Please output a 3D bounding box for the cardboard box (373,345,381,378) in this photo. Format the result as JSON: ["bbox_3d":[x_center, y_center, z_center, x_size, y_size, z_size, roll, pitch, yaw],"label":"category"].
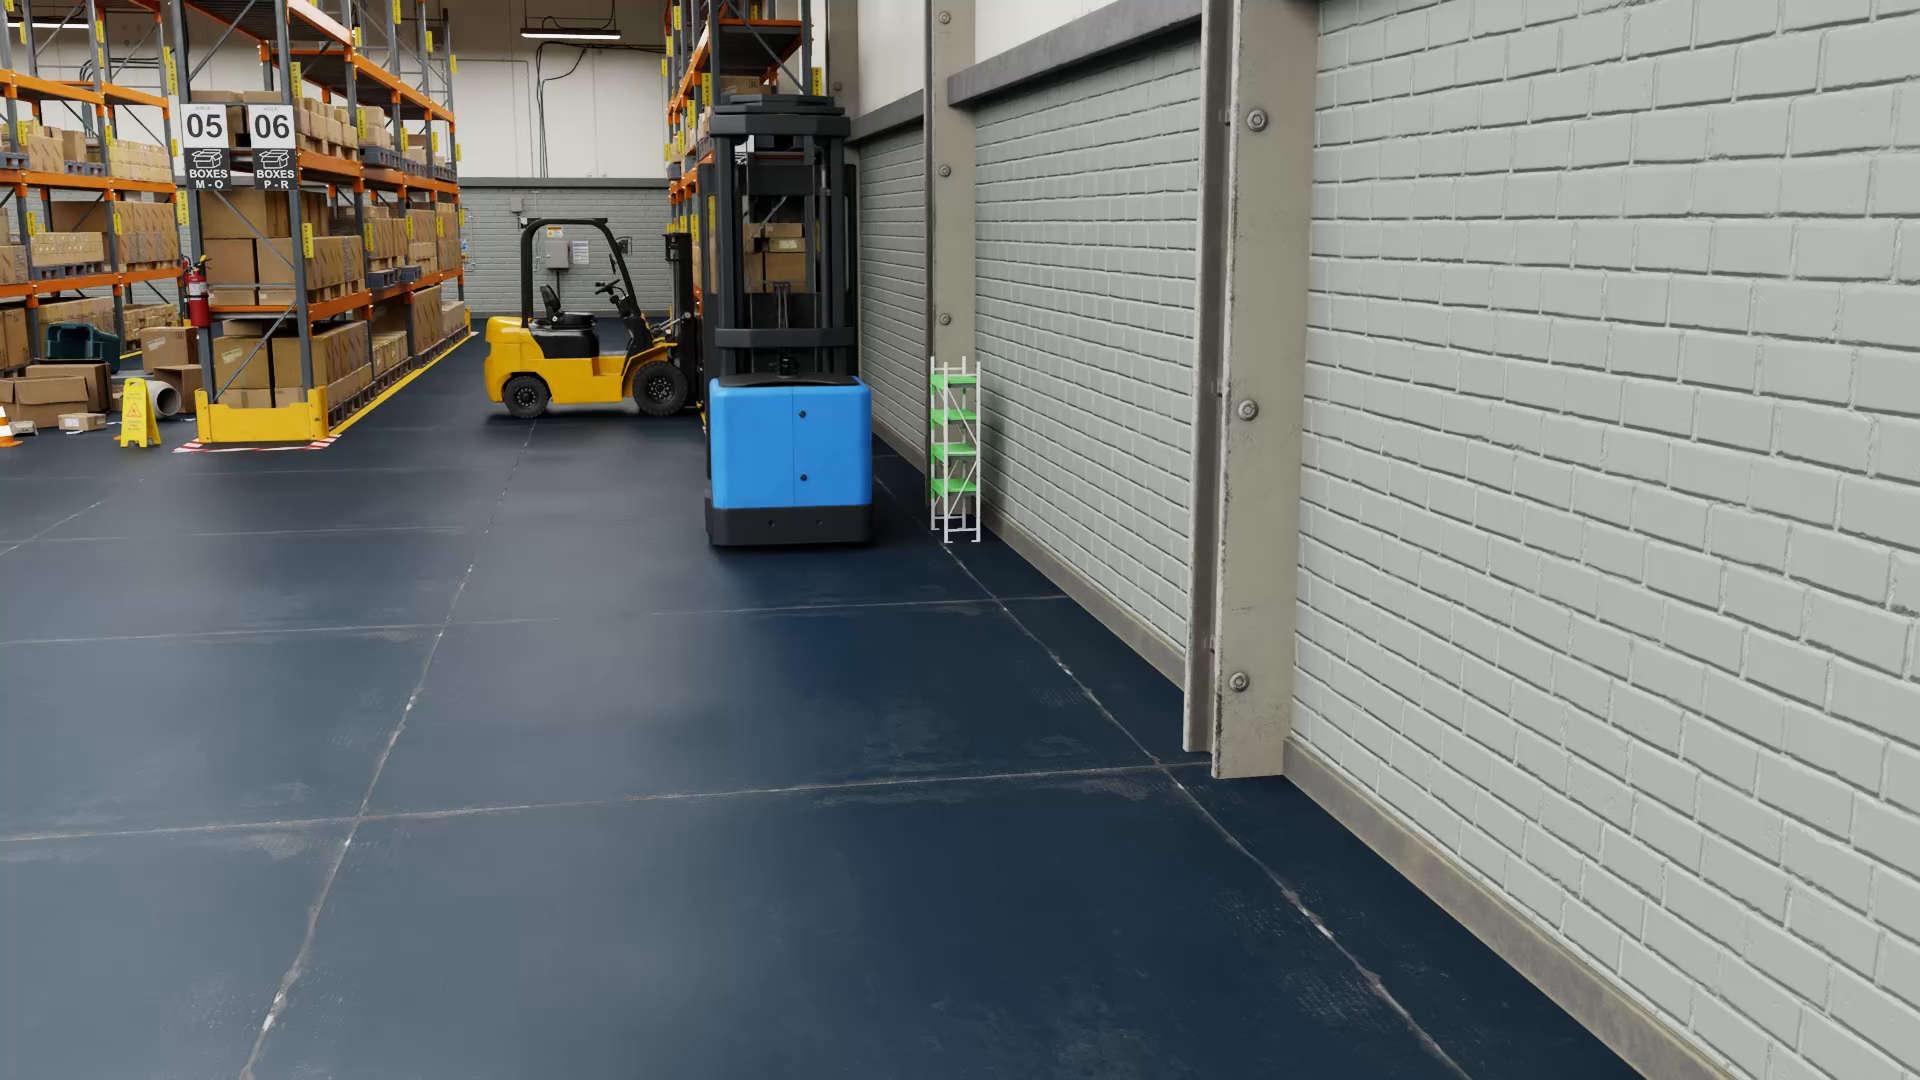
[{"bbox_3d":[-7.739,-2.203,20.653,0.950,0.372,0.625,-2,11,-10],"label":"cardboard box"}]

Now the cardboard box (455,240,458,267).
[{"bbox_3d":[-9.532,-5.270,30.595,0.500,0.500,0.500,-2,11,-12],"label":"cardboard box"}]

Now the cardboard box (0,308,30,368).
[{"bbox_3d":[-13.218,-2.713,22.320,1.050,0.750,0.750,-2,11,-12],"label":"cardboard box"}]

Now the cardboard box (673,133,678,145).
[{"bbox_3d":[-4.606,-6.727,27.874,0.396,0.266,0.258,-2,11,-12],"label":"cardboard box"}]

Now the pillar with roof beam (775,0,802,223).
[{"bbox_3d":[-6.630,-6.691,22.281,9.100,9.000,0.400,-2,11,-11],"label":"pillar with roof beam"}]

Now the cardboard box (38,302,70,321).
[{"bbox_3d":[-13.244,-3.302,24.077,0.500,0.250,0.500,-2,11,-12],"label":"cardboard box"}]

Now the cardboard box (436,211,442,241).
[{"bbox_3d":[-9.046,-5.295,28.053,0.500,0.500,0.500,-2,11,-11],"label":"cardboard box"}]

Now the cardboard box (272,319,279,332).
[{"bbox_3d":[-7.501,-2.297,17.735,0.380,0.149,0.250,-2,11,-9],"label":"cardboard box"}]

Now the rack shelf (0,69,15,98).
[{"bbox_3d":[-12.860,-5.757,20.370,1.077,0.370,4.000,-2,11,-11],"label":"rack shelf"}]

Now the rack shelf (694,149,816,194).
[{"bbox_3d":[-2.378,-4.126,18.754,1.077,0.370,4.000,-2,11,-11],"label":"rack shelf"}]

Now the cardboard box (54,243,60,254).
[{"bbox_3d":[-13.353,-4.242,24.215,0.380,0.149,0.250,-2,11,-11],"label":"cardboard box"}]

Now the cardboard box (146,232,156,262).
[{"bbox_3d":[-14.175,-5.037,28.575,0.500,0.500,0.500,-2,11,-8],"label":"cardboard box"}]

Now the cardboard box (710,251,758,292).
[{"bbox_3d":[-2.434,-2.864,17.956,0.500,0.500,0.500,-2,11,-9],"label":"cardboard box"}]

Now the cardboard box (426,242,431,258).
[{"bbox_3d":[-8.655,-4.572,26.262,0.500,0.250,0.500,-2,11,-10],"label":"cardboard box"}]

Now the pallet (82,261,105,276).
[{"bbox_3d":[-14.021,-4.221,25.861,1.003,0.211,1.213,-2,11,-11],"label":"pallet"}]

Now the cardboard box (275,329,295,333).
[{"bbox_3d":[-7.465,-2.008,17.947,0.500,0.500,0.500,-2,11,-12],"label":"cardboard box"}]

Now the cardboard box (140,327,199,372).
[{"bbox_3d":[-9.375,-2.265,19.736,0.500,0.500,0.500,-2,11,-11],"label":"cardboard box"}]

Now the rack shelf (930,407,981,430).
[{"bbox_3d":[-0.032,-0.793,11.211,0.258,0.148,0.480,-2,11,-11],"label":"rack shelf"}]

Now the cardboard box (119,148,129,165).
[{"bbox_3d":[-13.977,-6.294,27.285,0.500,0.250,0.500,-2,11,-11],"label":"cardboard box"}]

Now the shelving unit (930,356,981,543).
[{"bbox_3d":[-0.032,-0.620,11.244,0.258,1.200,0.503,-2,11,-11],"label":"shelving unit"}]

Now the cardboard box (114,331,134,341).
[{"bbox_3d":[-13.782,-3.344,27.247,0.380,0.149,0.250,-3,11,-13],"label":"cardboard box"}]

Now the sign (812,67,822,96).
[{"bbox_3d":[-1.443,-4.600,16.770,0.100,0.325,0.005,-2,11,-11],"label":"sign"}]

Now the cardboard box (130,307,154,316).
[{"bbox_3d":[-14.248,-3.964,28.909,0.380,0.149,0.250,-3,11,-13],"label":"cardboard box"}]

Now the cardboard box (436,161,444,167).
[{"bbox_3d":[-9.633,-6.845,30.395,0.380,0.149,0.250,-3,11,-15],"label":"cardboard box"}]

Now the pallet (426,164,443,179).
[{"bbox_3d":[-9.340,-6.239,28.169,1.003,0.211,1.213,-2,11,-11],"label":"pallet"}]

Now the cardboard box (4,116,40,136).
[{"bbox_3d":[-13.157,-5.804,23.331,0.396,0.266,0.258,-2,11,-11],"label":"cardboard box"}]

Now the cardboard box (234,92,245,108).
[{"bbox_3d":[-7.225,-4.300,16.281,0.380,0.149,0.250,-2,11,-10],"label":"cardboard box"}]

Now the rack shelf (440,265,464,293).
[{"bbox_3d":[-9.580,-4.672,29.645,1.077,0.370,4.000,-2,11,-11],"label":"rack shelf"}]

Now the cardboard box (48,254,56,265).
[{"bbox_3d":[-13.297,-4.047,23.986,0.380,0.149,0.250,-2,11,-8],"label":"cardboard box"}]

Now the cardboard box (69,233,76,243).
[{"bbox_3d":[-13.504,-4.530,24.931,0.380,0.149,0.250,-3,11,-14],"label":"cardboard box"}]

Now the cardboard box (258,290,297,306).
[{"bbox_3d":[-6.720,-2.404,16.478,0.380,0.149,0.250,-2,11,-11],"label":"cardboard box"}]

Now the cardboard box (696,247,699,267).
[{"bbox_3d":[-3.113,-3.625,21.286,0.500,0.250,0.500,-2,11,-12],"label":"cardboard box"}]

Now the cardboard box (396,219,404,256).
[{"bbox_3d":[-7.940,-4.159,22.839,0.500,0.500,0.500,-2,11,-12],"label":"cardboard box"}]

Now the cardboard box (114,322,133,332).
[{"bbox_3d":[-13.783,-3.490,27.218,0.380,0.149,0.250,-2,11,-8],"label":"cardboard box"}]

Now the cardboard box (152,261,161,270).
[{"bbox_3d":[-14.294,-4.833,29.239,0.380,0.149,0.250,-3,11,-14],"label":"cardboard box"}]

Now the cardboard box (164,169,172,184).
[{"bbox_3d":[-14.457,-6.520,29.808,0.500,0.250,0.500,-2,11,-12],"label":"cardboard box"}]

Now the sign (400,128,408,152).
[{"bbox_3d":[-7.880,-5.672,23.569,0.100,0.325,0.005,-2,11,-11],"label":"sign"}]

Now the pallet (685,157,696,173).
[{"bbox_3d":[-3.325,-5.366,23.849,1.213,0.211,1.003,-2,11,-8],"label":"pallet"}]

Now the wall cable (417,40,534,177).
[{"bbox_3d":[-10.613,-9.399,36.513,2.355,3.000,0.029,-2,11,-11],"label":"wall cable"}]

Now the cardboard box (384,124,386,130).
[{"bbox_3d":[-8.634,-5.719,23.802,0.797,0.503,0.637,-3,11,-15],"label":"cardboard box"}]

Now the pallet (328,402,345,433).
[{"bbox_3d":[-6.995,-1.252,17.211,1.003,0.211,1.213,-2,11,-11],"label":"pallet"}]

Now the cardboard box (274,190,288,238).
[{"bbox_3d":[-7.261,-3.323,16.897,0.700,0.500,0.500,-2,11,-10],"label":"cardboard box"}]

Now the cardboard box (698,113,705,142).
[{"bbox_3d":[-2.844,-4.896,19.725,0.500,0.311,0.500,-2,11,-10],"label":"cardboard box"}]

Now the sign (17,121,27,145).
[{"bbox_3d":[-12.703,-5.512,22.515,0.100,0.325,0.005,-2,11,-11],"label":"sign"}]

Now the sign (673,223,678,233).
[{"bbox_3d":[-4.853,-5.244,28.411,0.100,0.325,0.005,-2,11,-11],"label":"sign"}]

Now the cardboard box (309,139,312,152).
[{"bbox_3d":[-6.832,-4.020,16.944,0.380,0.149,0.250,-2,11,-11],"label":"cardboard box"}]

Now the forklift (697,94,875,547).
[{"bbox_3d":[-1.298,-1.623,11.887,1.130,2.935,3.031,-2,11,-9],"label":"forklift"}]

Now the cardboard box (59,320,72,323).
[{"bbox_3d":[-13.237,-2.936,24.162,0.500,0.500,0.500,-2,11,-10],"label":"cardboard box"}]

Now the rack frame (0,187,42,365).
[{"bbox_3d":[-13.249,-3.727,22.753,1.000,3.000,0.127,-2,11,-11],"label":"rack frame"}]

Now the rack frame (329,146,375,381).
[{"bbox_3d":[-7.635,-3.192,19.942,1.000,3.000,0.127,-2,11,-11],"label":"rack frame"}]

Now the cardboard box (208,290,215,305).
[{"bbox_3d":[-7.297,-2.438,16.654,0.380,0.149,0.250,-2,11,-12],"label":"cardboard box"}]

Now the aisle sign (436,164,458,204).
[{"bbox_3d":[-9.679,-6.694,31.391,0.394,0.787,0.004,-2,11,-11],"label":"aisle sign"}]

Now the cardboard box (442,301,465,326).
[{"bbox_3d":[-9.742,-4.223,31.089,0.875,0.438,0.875,-3,11,-13],"label":"cardboard box"}]

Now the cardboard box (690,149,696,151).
[{"bbox_3d":[-3.428,-5.310,22.333,0.380,0.149,0.250,-2,11,-12],"label":"cardboard box"}]
